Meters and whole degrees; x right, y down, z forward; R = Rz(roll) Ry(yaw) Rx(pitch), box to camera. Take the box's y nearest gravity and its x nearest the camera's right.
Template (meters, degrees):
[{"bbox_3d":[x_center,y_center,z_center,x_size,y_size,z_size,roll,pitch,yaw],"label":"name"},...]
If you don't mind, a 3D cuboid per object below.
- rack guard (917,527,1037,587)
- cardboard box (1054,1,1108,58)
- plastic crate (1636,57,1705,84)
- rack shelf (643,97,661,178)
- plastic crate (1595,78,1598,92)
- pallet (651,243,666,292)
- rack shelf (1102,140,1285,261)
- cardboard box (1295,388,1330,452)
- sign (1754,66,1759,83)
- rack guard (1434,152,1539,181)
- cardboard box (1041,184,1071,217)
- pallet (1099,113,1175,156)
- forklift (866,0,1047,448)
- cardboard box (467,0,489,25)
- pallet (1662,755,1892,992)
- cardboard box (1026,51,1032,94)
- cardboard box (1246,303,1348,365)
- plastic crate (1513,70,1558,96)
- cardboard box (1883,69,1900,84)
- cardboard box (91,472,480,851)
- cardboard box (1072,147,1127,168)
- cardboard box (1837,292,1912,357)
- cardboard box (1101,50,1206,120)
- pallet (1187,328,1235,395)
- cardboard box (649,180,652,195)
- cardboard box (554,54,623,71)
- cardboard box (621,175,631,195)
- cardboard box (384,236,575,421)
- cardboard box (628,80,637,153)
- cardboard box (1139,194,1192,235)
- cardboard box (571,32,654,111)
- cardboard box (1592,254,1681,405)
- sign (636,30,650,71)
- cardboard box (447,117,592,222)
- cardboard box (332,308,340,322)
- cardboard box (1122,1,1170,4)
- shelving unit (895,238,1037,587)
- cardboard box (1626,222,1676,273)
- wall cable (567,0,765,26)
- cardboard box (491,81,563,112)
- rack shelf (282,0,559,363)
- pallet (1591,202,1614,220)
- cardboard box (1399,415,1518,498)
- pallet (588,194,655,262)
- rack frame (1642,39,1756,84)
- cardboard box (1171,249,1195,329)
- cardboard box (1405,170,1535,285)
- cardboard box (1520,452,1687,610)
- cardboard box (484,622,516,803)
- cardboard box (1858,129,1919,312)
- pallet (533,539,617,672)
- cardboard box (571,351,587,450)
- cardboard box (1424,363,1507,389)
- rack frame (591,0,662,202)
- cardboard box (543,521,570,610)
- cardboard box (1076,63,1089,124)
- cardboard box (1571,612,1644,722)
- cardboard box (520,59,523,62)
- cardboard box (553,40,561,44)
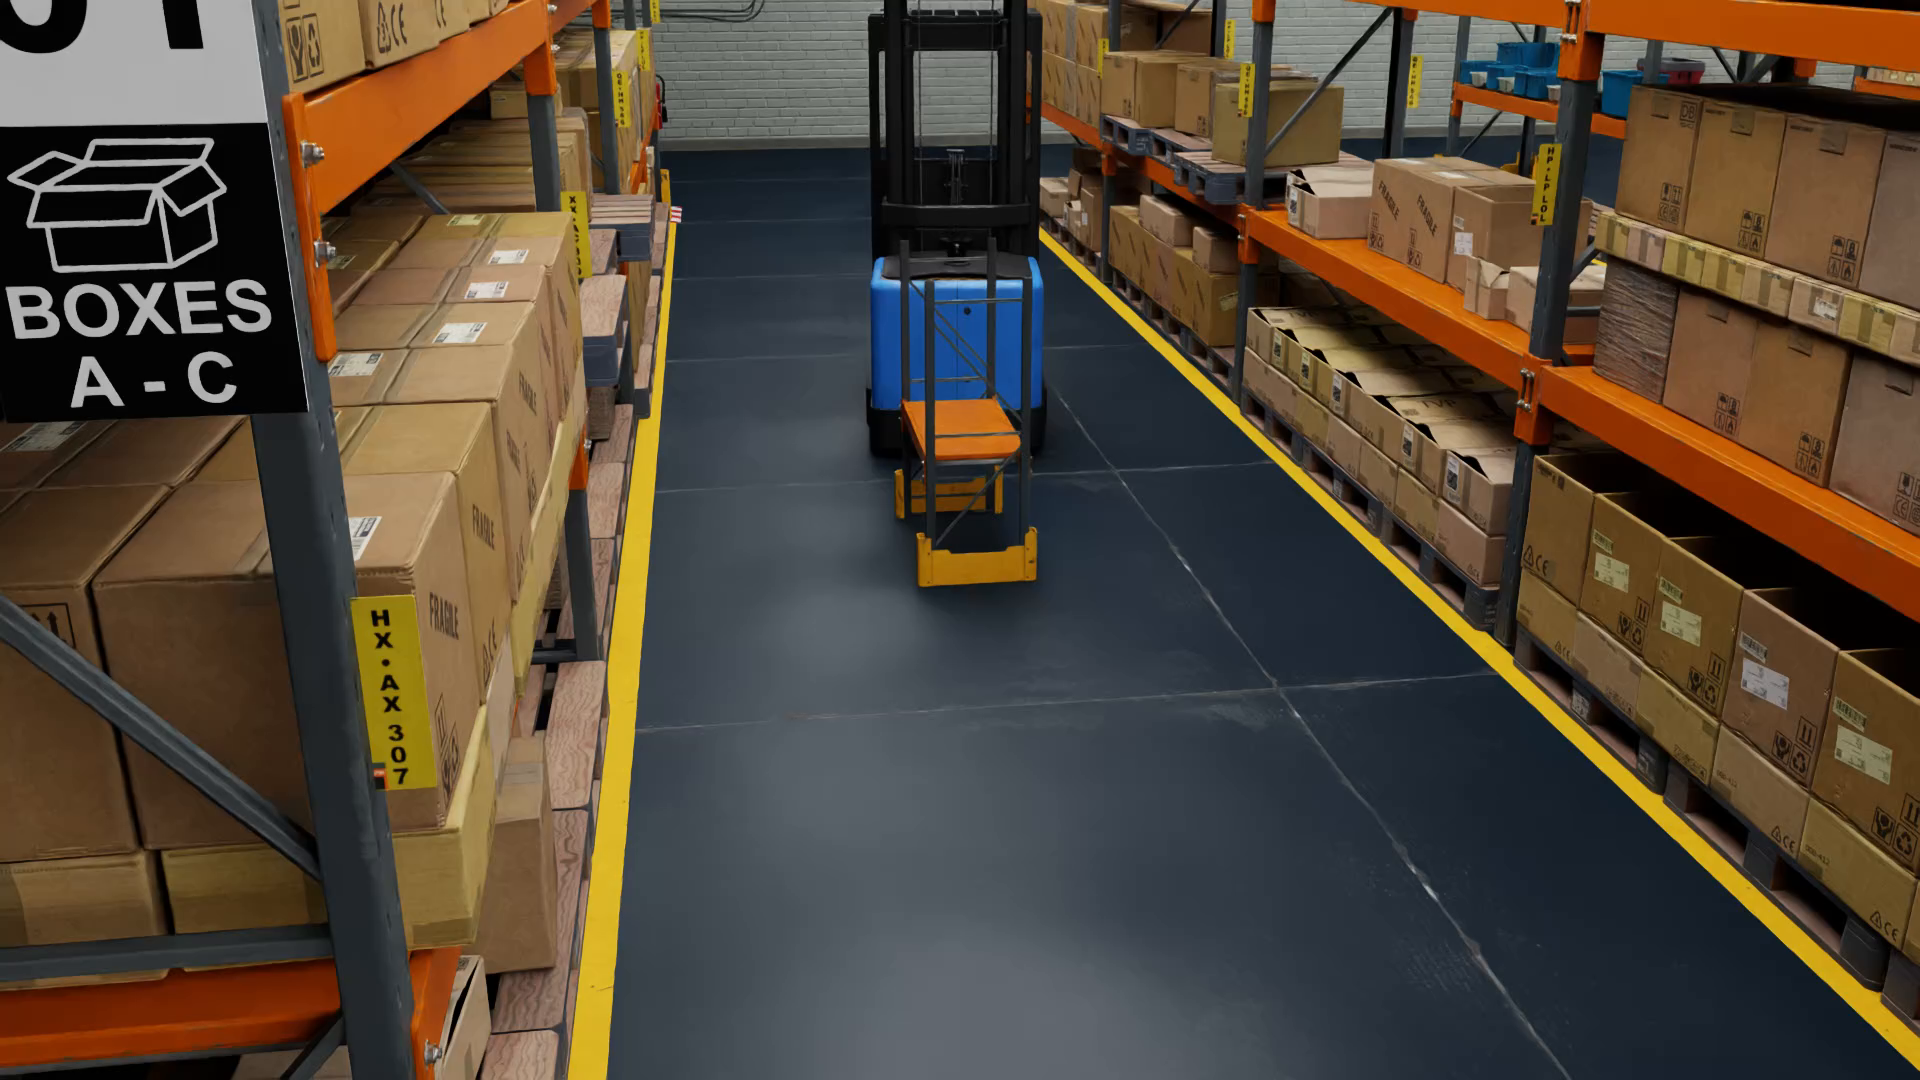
[{"bbox_3d":[0.083,0.082,8.140,0.587,0.250,0.087,-3,21,-8],"label":"rack guard"},{"bbox_3d":[1.213,-4.939,16.080,0.500,0.500,0.500,-3,21,-8],"label":"cardboard box"},{"bbox_3d":[6.784,-4.364,15.935,0.402,0.464,0.583,-3,21,-8],"label":"plastic crate"},{"bbox_3d":[-3.427,-3.840,15.737,1.077,0.370,4.000,-3,21,-8],"label":"rack shelf"},{"bbox_3d":[6.638,-4.620,16.953,0.416,0.233,0.300,-3,21,-8],"label":"plastic crate"},{"bbox_3d":[-3.171,-2.445,14.961,1.003,0.211,1.213,-3,21,-8],"label":"pallet"},{"bbox_3d":[2.051,-2.706,12.702,1.077,0.370,4.000,-3,21,-8],"label":"rack shelf"},{"bbox_3d":[2.278,-0.709,9.657,0.500,0.250,0.500,-3,21,-9],"label":"cardboard box"},{"bbox_3d":[7.209,-4.141,15.119,0.100,0.325,0.005,-3,21,-8],"label":"sign"},{"bbox_3d":[6.072,-4.205,19.261,1.175,0.500,0.348,-3,21,-8],"label":"rack guard"},{"bbox_3d":[1.128,-3.489,17.073,0.500,0.250,0.500,-3,21,-8],"label":"cardboard box"},{"bbox_3d":[1.770,-3.363,13.708,1.003,0.211,1.213,-3,21,-8],"label":"pallet"},{"bbox_3d":[-0.033,-2.388,10.922,1.130,2.935,3.031,0,20,-1],"label":"forklift"},{"bbox_3d":[-1.429,-1.471,3.909,0.500,0.500,0.500,-2,21,-4],"label":"cardboard box"},{"bbox_3d":[3.168,1.042,5.625,1.003,0.211,1.213,-3,21,-8],"label":"pallet"},{"bbox_3d":[0.989,-5.000,17.673,0.500,0.500,0.500,-2,21,-7],"label":"cardboard box"},{"bbox_3d":[2.124,-1.326,10.506,0.500,0.311,0.500,-2,21,-6],"label":"cardboard box"},{"bbox_3d":[5.988,-4.760,17.328,0.416,0.233,0.300,-3,21,-8],"label":"plastic crate"},{"bbox_3d":[10.752,-5.273,18.905,0.380,0.149,0.250,-3,21,-9],"label":"cardboard box"},{"bbox_3d":[-1.181,0.200,3.008,0.500,0.500,0.500,-3,21,-8],"label":"cardboard box"},{"bbox_3d":[1.508,-3.979,18.027,0.500,0.500,0.500,-3,21,-8],"label":"cardboard box"},{"bbox_3d":[2.990,-0.677,5.172,0.380,0.149,0.250,-3,21,-8],"label":"cardboard box"},{"bbox_3d":[1.609,-3.804,13.870,0.700,0.500,0.500,-10,23,-26],"label":"cardboard box"},{"bbox_3d":[2.269,-1.304,11.907,1.003,0.211,1.213,-3,21,-8],"label":"pallet"},{"bbox_3d":[-3.286,-3.126,15.771,0.700,0.500,0.500,-2,21,-6],"label":"cardboard box"},{"bbox_3d":[-2.451,-3.002,10.799,0.500,0.250,0.500,-3,21,-9],"label":"cardboard box"},{"bbox_3d":[-2.363,-2.300,10.919,0.380,0.149,0.250,-2,21,-6],"label":"cardboard box"},{"bbox_3d":[-1.534,-0.684,5.375,0.500,0.500,0.500,-3,21,-8],"label":"cardboard box"},{"bbox_3d":[-2.599,-3.009,11.890,0.500,0.500,0.500,-2,21,-6],"label":"cardboard box"},{"bbox_3d":[1.735,-2.596,13.251,0.500,0.250,0.500,-3,21,-8],"label":"cardboard box"},{"bbox_3d":[-3.516,-4.582,16.269,0.980,0.700,0.700,-3,21,-8],"label":"cardboard box"},{"bbox_3d":[2.986,-0.859,6.586,0.700,0.500,0.500,-3,21,-9],"label":"cardboard box"},{"bbox_3d":[-2.603,-4.020,13.651,0.100,0.325,0.005,-3,21,-8],"label":"sign"},{"bbox_3d":[-2.377,-1.998,9.006,0.700,0.500,0.500,-5,21,-13],"label":"cardboard box"},{"bbox_3d":[-1.902,-0.300,4.347,0.500,0.500,0.500,-3,21,-7],"label":"cardboard box"},{"bbox_3d":[1.749,-4.963,16.146,0.500,0.500,0.500,-2,21,-6],"label":"cardboard box"},{"bbox_3d":[0.011,-0.676,8.383,0.587,1.500,1.083,-3,21,-8],"label":"shelving unit"},{"bbox_3d":[2.799,-1.126,6.375,0.380,0.149,0.250,-3,21,-7],"label":"cardboard box"},{"bbox_3d":[-4.177,-8.201,22.250,3.097,2.526,0.112,-3,21,-8],"label":"wall cable"},{"bbox_3d":[-2.483,-2.538,9.526,0.380,0.149,0.250,-6,21,-15],"label":"cardboard box"},{"bbox_3d":[-1.697,-1.090,4.088,1.077,0.370,4.000,-3,21,-8],"label":"rack shelf"},{"bbox_3d":[6.341,-3.353,17.393,1.003,0.211,1.213,-3,21,-8],"label":"pallet"},{"bbox_3d":[2.492,-0.442,8.141,0.500,0.311,0.500,-2,21,-6],"label":"cardboard box"},{"bbox_3d":[-2.354,-1.768,9.437,1.213,0.211,1.003,-3,21,-8],"label":"pallet"},{"bbox_3d":[6.665,-3.984,15.095,1.000,3.000,0.127,-3,21,-8],"label":"rack frame"},{"bbox_3d":[1.898,-1.877,12.397,0.500,0.500,0.500,-4,21,-10],"label":"cardboard box"},{"bbox_3d":[2.673,-1.635,8.663,0.500,0.500,0.500,-3,21,-8],"label":"cardboard box"},{"bbox_3d":[2.673,-0.049,6.818,0.500,0.500,0.500,-3,21,-8],"label":"cardboard box"},{"bbox_3d":[-1.254,0.368,3.631,0.500,0.250,0.500,-4,21,-9],"label":"cardboard box"},{"bbox_3d":[3.203,-0.945,4.963,0.700,0.500,0.500,-3,21,-8],"label":"cardboard box"},{"bbox_3d":[-2.099,0.323,7.551,1.003,0.211,1.213,-3,21,-8],"label":"pallet"},{"bbox_3d":[-1.618,-0.505,5.966,0.500,0.250,0.500,-3,21,-8],"label":"cardboard box"},{"bbox_3d":[2.880,-0.825,9.165,0.500,0.311,0.500,-2,21,-6],"label":"cardboard box"},{"bbox_3d":[-3.716,-4.869,17.465,1.000,3.000,0.127,-3,21,-8],"label":"rack frame"},{"bbox_3d":[-2.108,-0.003,7.382,0.700,0.500,0.500,-2,21,-6],"label":"cardboard box"},{"bbox_3d":[1.361,-4.121,15.319,0.500,0.500,0.500,-2,21,-6],"label":"cardboard box"},{"bbox_3d":[2.750,0.475,6.486,0.500,0.250,0.500,-3,21,-8],"label":"cardboard box"},{"bbox_3d":[-2.955,-2.969,10.711,0.500,0.250,0.500,-4,21,-10],"label":"cardboard box"},{"bbox_3d":[-3.171,-3.504,12.143,0.500,0.250,0.500,-4,21,-10],"label":"cardboard box"}]
